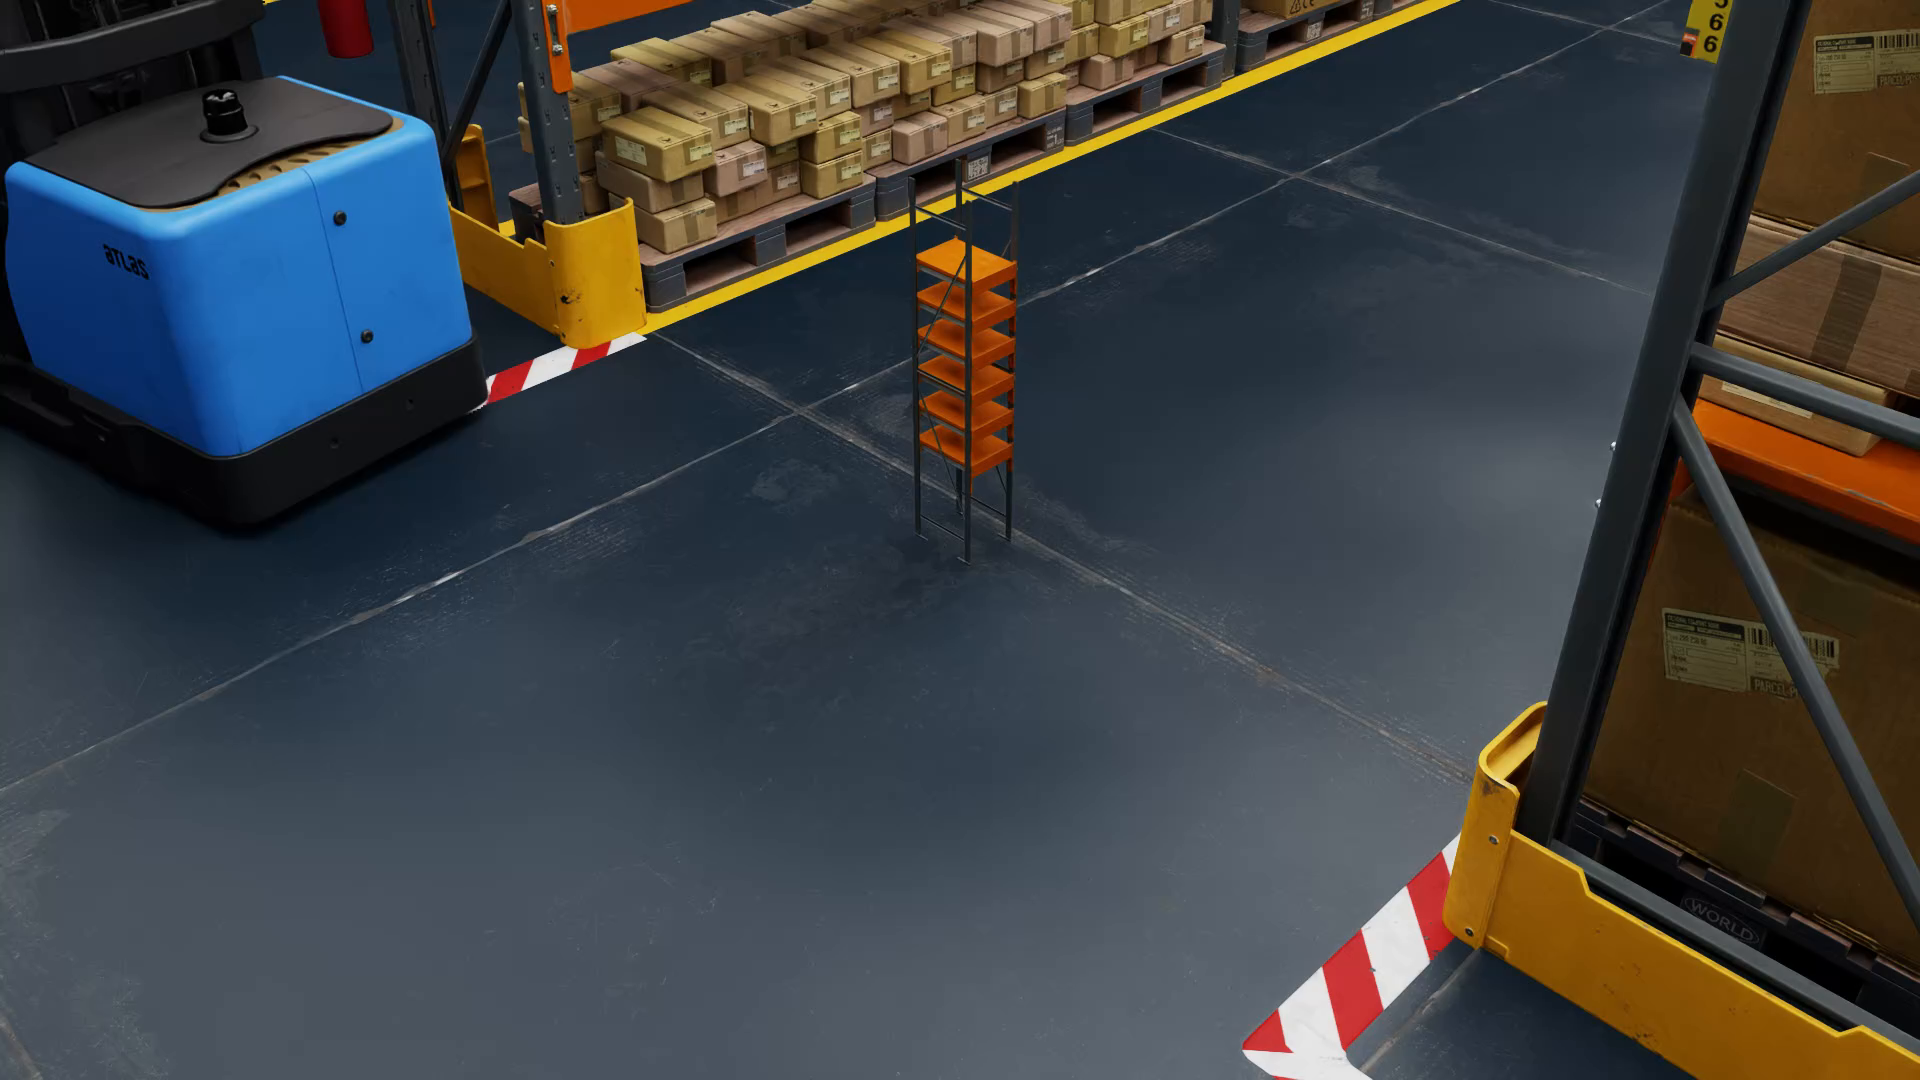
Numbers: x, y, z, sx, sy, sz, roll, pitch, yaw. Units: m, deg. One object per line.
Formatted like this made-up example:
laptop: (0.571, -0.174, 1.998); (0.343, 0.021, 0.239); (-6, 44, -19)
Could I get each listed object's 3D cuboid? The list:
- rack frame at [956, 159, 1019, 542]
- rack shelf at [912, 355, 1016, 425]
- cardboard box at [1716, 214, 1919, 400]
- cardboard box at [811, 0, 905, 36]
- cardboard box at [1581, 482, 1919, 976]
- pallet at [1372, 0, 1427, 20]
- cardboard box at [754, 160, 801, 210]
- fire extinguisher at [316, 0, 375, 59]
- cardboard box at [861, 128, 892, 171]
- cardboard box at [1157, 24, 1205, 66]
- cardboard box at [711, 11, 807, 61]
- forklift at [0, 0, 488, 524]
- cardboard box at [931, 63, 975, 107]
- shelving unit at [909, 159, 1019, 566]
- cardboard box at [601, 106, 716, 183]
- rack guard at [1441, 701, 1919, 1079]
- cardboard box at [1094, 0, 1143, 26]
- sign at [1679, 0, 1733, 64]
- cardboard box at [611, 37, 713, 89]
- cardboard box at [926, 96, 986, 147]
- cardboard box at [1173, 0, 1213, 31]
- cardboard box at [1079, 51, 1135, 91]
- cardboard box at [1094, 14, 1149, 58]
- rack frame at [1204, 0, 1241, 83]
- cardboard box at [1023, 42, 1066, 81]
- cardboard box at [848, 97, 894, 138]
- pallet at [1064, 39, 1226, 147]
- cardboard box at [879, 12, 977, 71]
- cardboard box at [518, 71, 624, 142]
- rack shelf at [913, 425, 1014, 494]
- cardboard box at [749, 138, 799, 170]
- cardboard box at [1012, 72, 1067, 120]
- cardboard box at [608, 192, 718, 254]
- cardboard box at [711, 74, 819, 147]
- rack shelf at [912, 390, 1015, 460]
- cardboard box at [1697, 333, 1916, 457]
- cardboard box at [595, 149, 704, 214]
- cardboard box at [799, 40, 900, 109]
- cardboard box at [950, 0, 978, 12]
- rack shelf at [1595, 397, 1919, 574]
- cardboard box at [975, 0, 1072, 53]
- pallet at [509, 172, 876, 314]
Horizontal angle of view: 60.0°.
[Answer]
rack frame: (0.075, -0.535, 4.968); (0.240, 1.200, 0.006); (30, 45, 35)
rack shelf: (0.010, -0.462, 4.941); (0.258, 0.103, 0.180); (30, 45, 35)
cardboard box: (1.825, -0.533, 3.263); (0.500, 0.250, 0.500); (29, 44, 35)
cardboard box: (-0.468, -2.399, 7.672); (0.250, 0.149, 0.380); (-30, 45, -35)
cardboard box: (2.066, 0.239, 3.776); (0.875, 0.875, 0.875); (30, 45, 35)
pallet: (2.448, -3.503, 10.088); (1.003, 0.211, 1.213); (30, 45, 35)
cardboard box: (-0.884, -1.538, 6.958); (0.250, 0.149, 0.380); (-29, 44, -35)
fire extinguisher: (-2.282, -2.108, 6.043); (0.296, 0.674, 0.183); (30, 45, 35)
cardboard box: (-0.514, -1.739, 7.247); (0.380, 0.149, 0.250); (30, 45, 35)
cardboard box: (1.007, -2.539, 8.393); (0.250, 0.149, 0.380); (-29, 44, -35)
cardboard box: (-0.897, -2.219, 7.414); (0.250, 0.149, 0.380); (-28, 44, -34)
forklift: (-3.156, -1.914, 5.432); (3.031, 2.935, 1.130); (22, 41, 28)
cardboard box: (-0.147, -2.105, 7.511); (0.250, 0.149, 0.380); (-28, 43, -34)
shelving unit: (0.010, -0.498, 4.915); (0.258, 1.200, 0.189); (30, 45, 35)
cardboard box: (-1.167, -1.531, 6.428); (0.380, 0.149, 0.250); (27, 43, 33)
rack guard: (1.655, 0.867, 3.570); (1.175, 0.500, 0.348); (30, 45, 35)
cardboard box: (0.653, -2.606, 7.970); (0.380, 0.149, 0.250); (29, 44, 35)
sign: (1.296, -0.965, 2.792); (0.100, 0.325, 0.005); (30, 45, 35)
cardboard box: (-1.274, -2.008, 7.112); (0.380, 0.149, 0.250); (29, 44, 34)
cardboard box: (-0.100, -1.928, 7.518); (0.380, 0.149, 0.250); (30, 45, 35)
cardboard box: (1.045, -2.701, 8.366); (0.250, 0.149, 0.380); (-29, 44, -35)
cardboard box: (0.624, -2.334, 8.099); (0.380, 0.149, 0.250); (28, 44, 34)
cardboard box: (0.687, -2.470, 8.035); (0.380, 0.149, 0.250); (28, 44, 34)
rack frame: (1.041, -3.832, 8.123); (1.000, 3.000, 0.127); (30, 45, 35)
cardboard box: (0.275, -2.297, 7.786); (0.250, 0.149, 0.380); (-29, 44, -35)
cardboard box: (-0.506, -1.872, 7.178); (0.380, 0.149, 0.250); (27, 43, 33)
pallet: (0.593, -2.402, 8.509); (1.003, 0.211, 1.213); (30, 45, 35)
cardboard box: (-0.144, -2.214, 7.407); (0.380, 0.149, 0.250); (30, 45, 35)
cardboard box: (-1.584, -1.772, 6.774); (0.250, 0.149, 0.380); (-29, 44, -35)
rack shelf: (0.010, -0.265, 5.078); (0.258, 0.103, 0.180); (30, 45, 35)
cardboard box: (-0.883, -1.666, 6.882); (0.250, 0.149, 0.380); (-29, 44, -35)
cardboard box: (0.278, -2.118, 7.790); (0.380, 0.149, 0.250); (29, 44, 35)
cardboard box: (-1.181, -1.295, 6.610); (0.250, 0.149, 0.380); (-29, 44, -35)
cardboard box: (-0.789, -1.742, 6.731); (0.380, 0.149, 0.250); (29, 44, 35)
rack shelf: (0.010, -0.363, 5.009); (0.258, 0.103, 0.180); (30, 45, 35)
cardboard box: (1.689, -0.343, 3.339); (0.250, 0.149, 0.380); (-29, 44, -35)
cardboard box: (-1.226, -1.443, 6.561); (0.250, 0.149, 0.380); (-28, 44, -34)
cardboard box: (-0.471, -1.985, 7.079); (0.250, 0.149, 0.380); (-28, 44, -34)
cardboard box: (-0.133, -2.627, 7.999); (0.250, 0.149, 0.380); (-29, 44, -35)
rack shelf: (3.081, -0.685, 4.239); (1.077, 0.370, 4.000); (30, 45, 35)
cardboard box: (0.290, -2.385, 7.653); (0.380, 0.149, 0.250); (27, 43, 33)
pallet: (-1.126, -1.411, 7.089); (1.003, 0.211, 1.213); (30, 45, 35)
